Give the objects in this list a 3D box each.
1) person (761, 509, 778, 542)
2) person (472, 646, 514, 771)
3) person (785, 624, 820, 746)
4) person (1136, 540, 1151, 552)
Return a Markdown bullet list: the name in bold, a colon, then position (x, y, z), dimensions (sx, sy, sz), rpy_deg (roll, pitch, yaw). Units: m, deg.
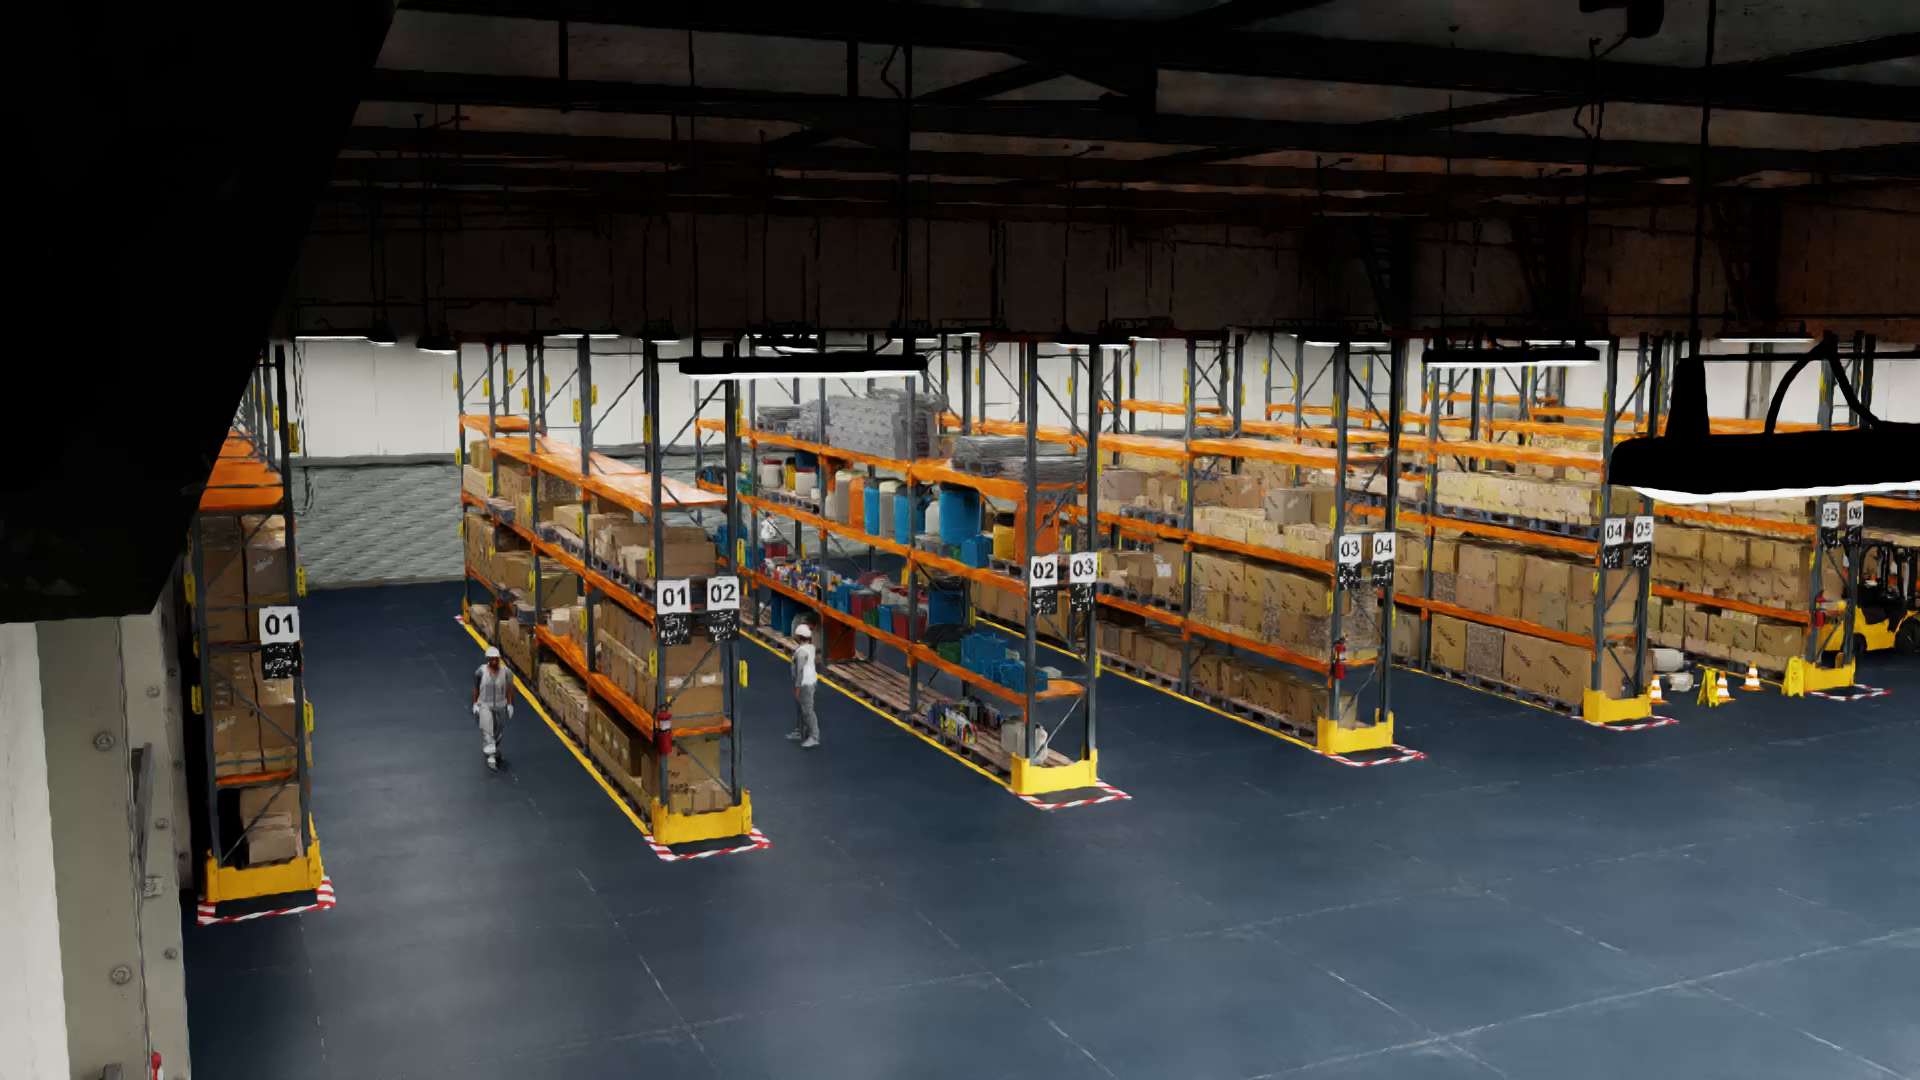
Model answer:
- **person**: position (-4.764, 0.021, 40.757), dimensions (0.534, 1.664, 0.523), rpy_deg (4, 9, 29)
- **person**: position (-6.546, 2.327, 23.389), dimensions (0.550, 1.708, 1.128), rpy_deg (-4, 9, -27)
- **person**: position (-2.345, 2.125, 24.649), dimensions (0.576, 1.768, 0.626), rpy_deg (1, 8, 6)
- **person**: position (4.999, -0.474, 44.605), dimensions (0.580, 1.618, 0.507), rpy_deg (-4, 9, -26)
